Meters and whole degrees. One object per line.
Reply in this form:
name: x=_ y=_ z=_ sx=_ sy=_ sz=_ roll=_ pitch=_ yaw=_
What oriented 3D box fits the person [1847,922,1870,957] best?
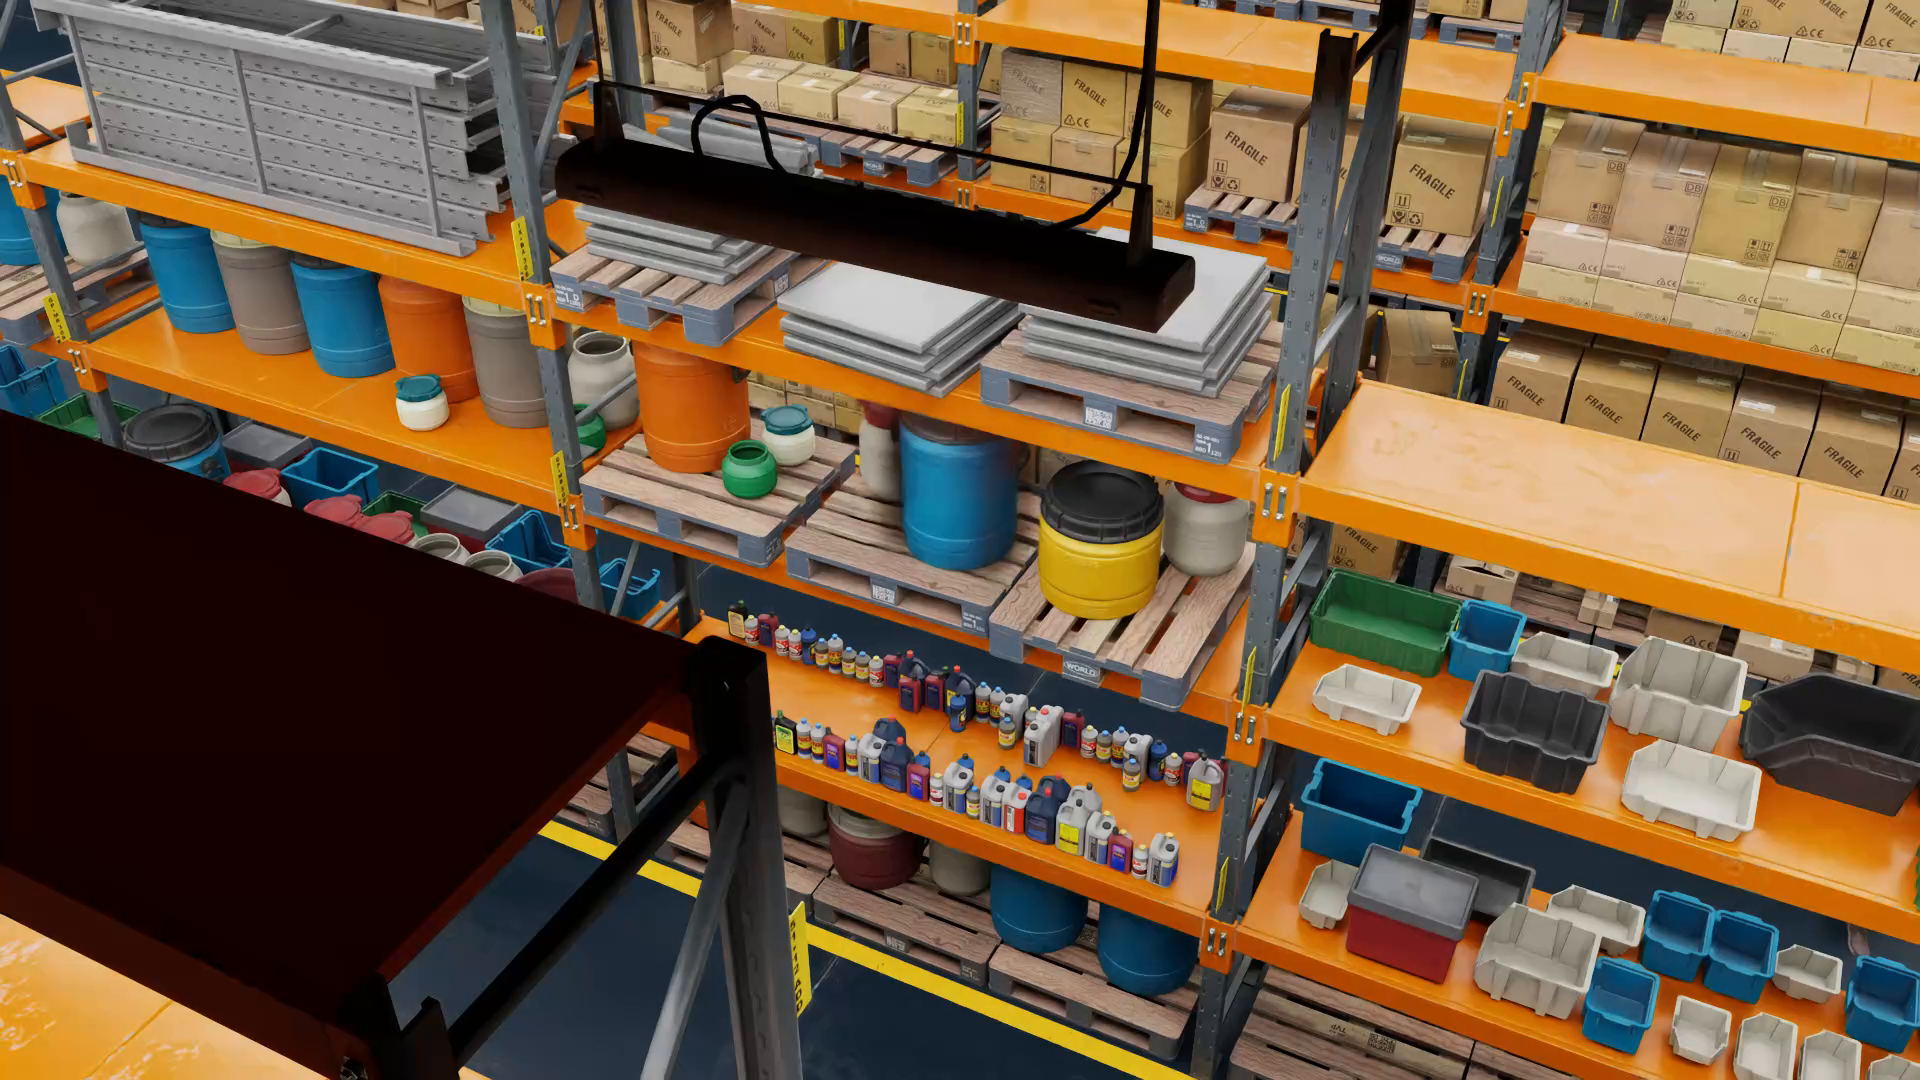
person: x=5.675 y=1.754 z=9.975 sx=0.491 sy=1.683 sz=0.552 roll=-2 pitch=35 yaw=-3
